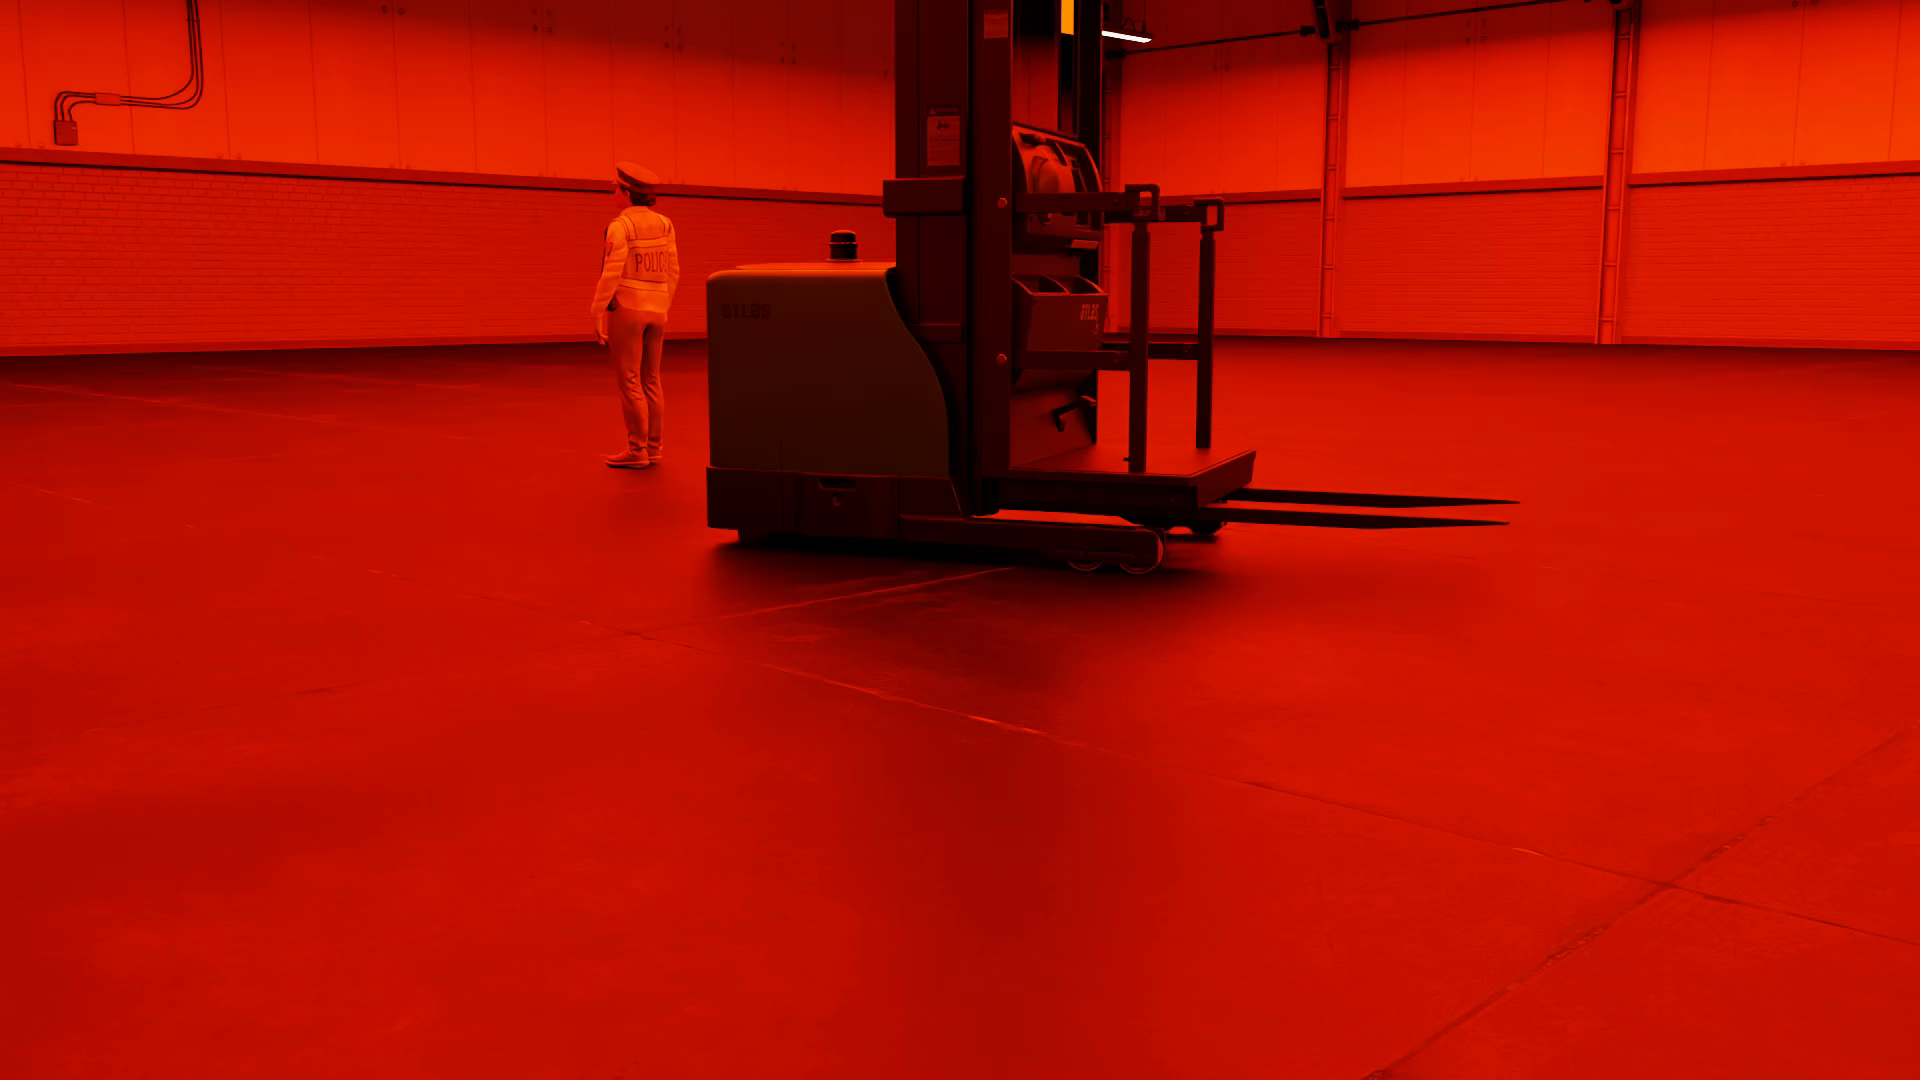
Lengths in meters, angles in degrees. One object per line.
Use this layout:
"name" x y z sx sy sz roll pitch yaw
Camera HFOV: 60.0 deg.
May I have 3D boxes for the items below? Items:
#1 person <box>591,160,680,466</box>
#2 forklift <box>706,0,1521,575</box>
"person" -1.867 -1.261 9.350 0.534 1.696 0.588 6 10 35
"forklift" 0.565 -1.416 6.275 3.031 2.935 1.130 3 9 22
